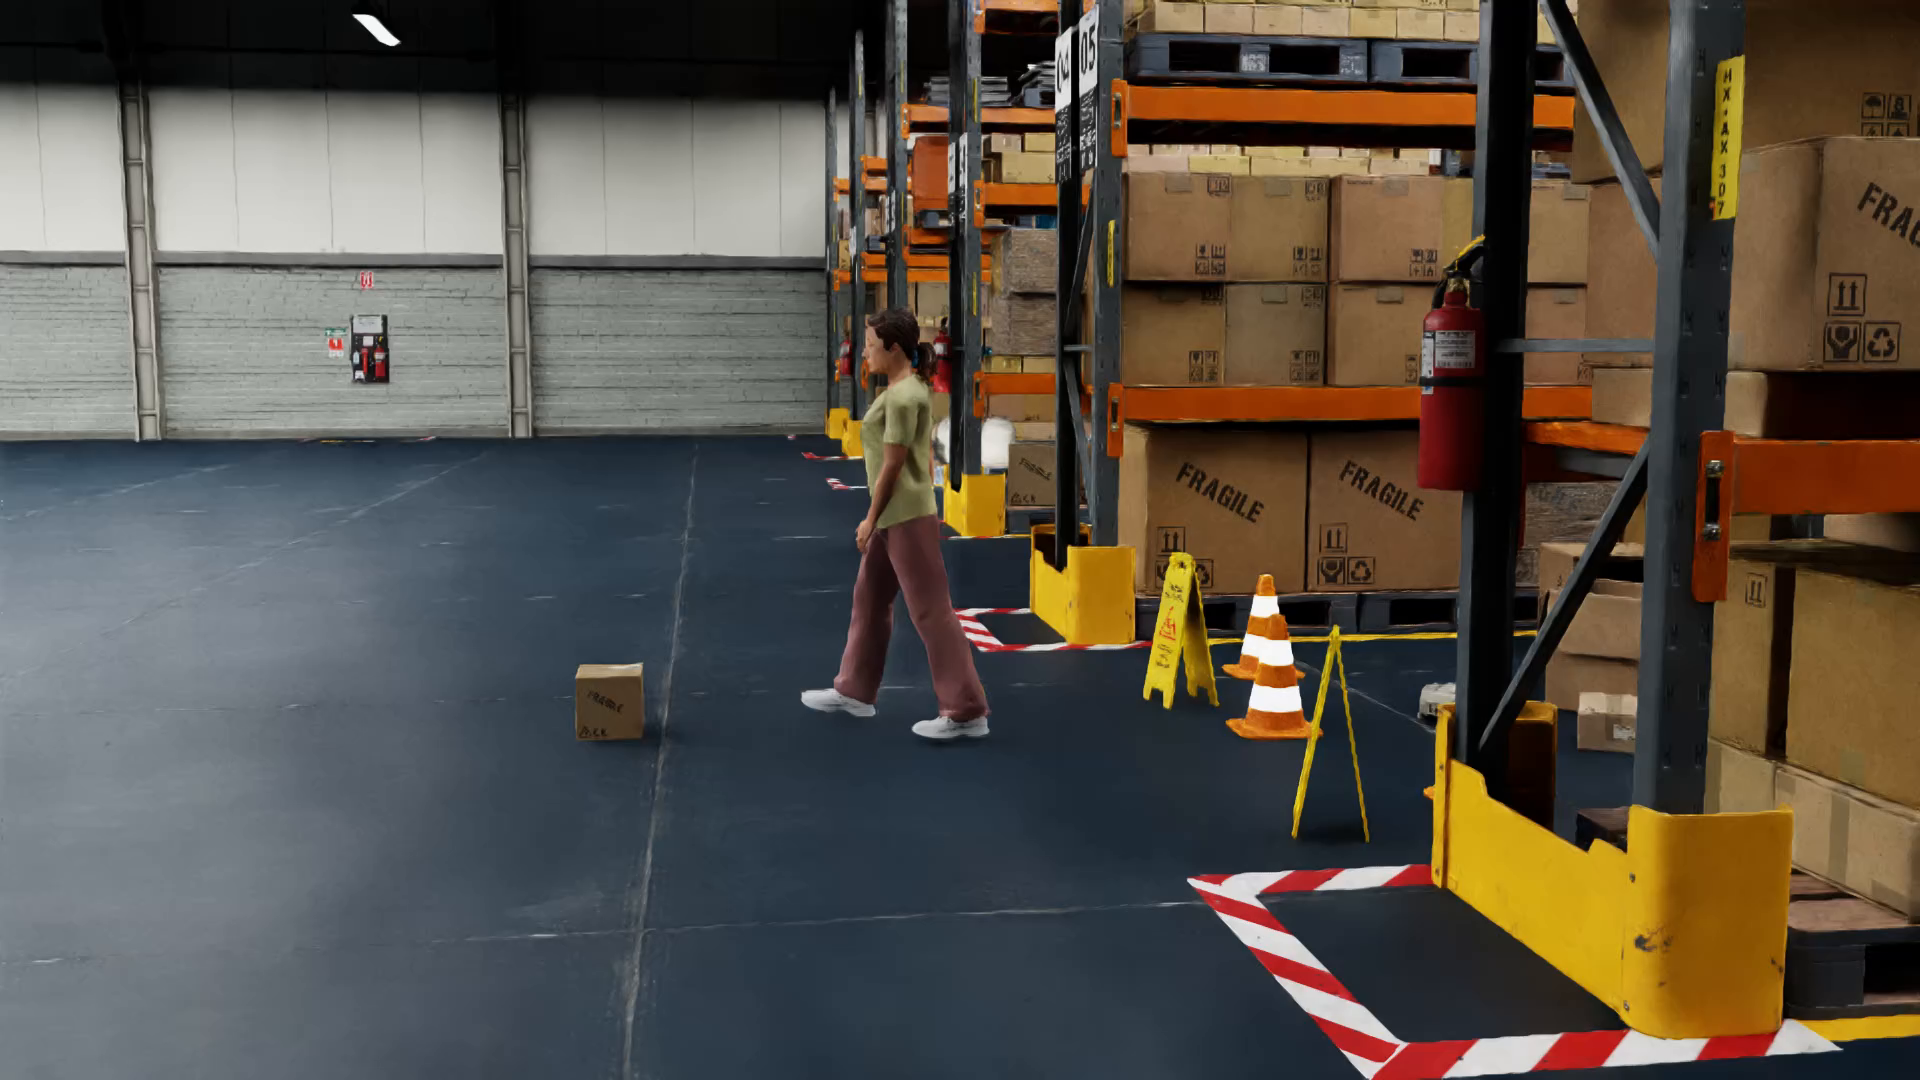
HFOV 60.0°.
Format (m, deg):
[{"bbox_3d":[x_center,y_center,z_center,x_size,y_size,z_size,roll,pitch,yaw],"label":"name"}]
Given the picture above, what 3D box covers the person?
[{"bbox_3d":[-0.263,-0.078,6.463,0.749,1.639,0.568,0,7,-2],"label":"person"}]
